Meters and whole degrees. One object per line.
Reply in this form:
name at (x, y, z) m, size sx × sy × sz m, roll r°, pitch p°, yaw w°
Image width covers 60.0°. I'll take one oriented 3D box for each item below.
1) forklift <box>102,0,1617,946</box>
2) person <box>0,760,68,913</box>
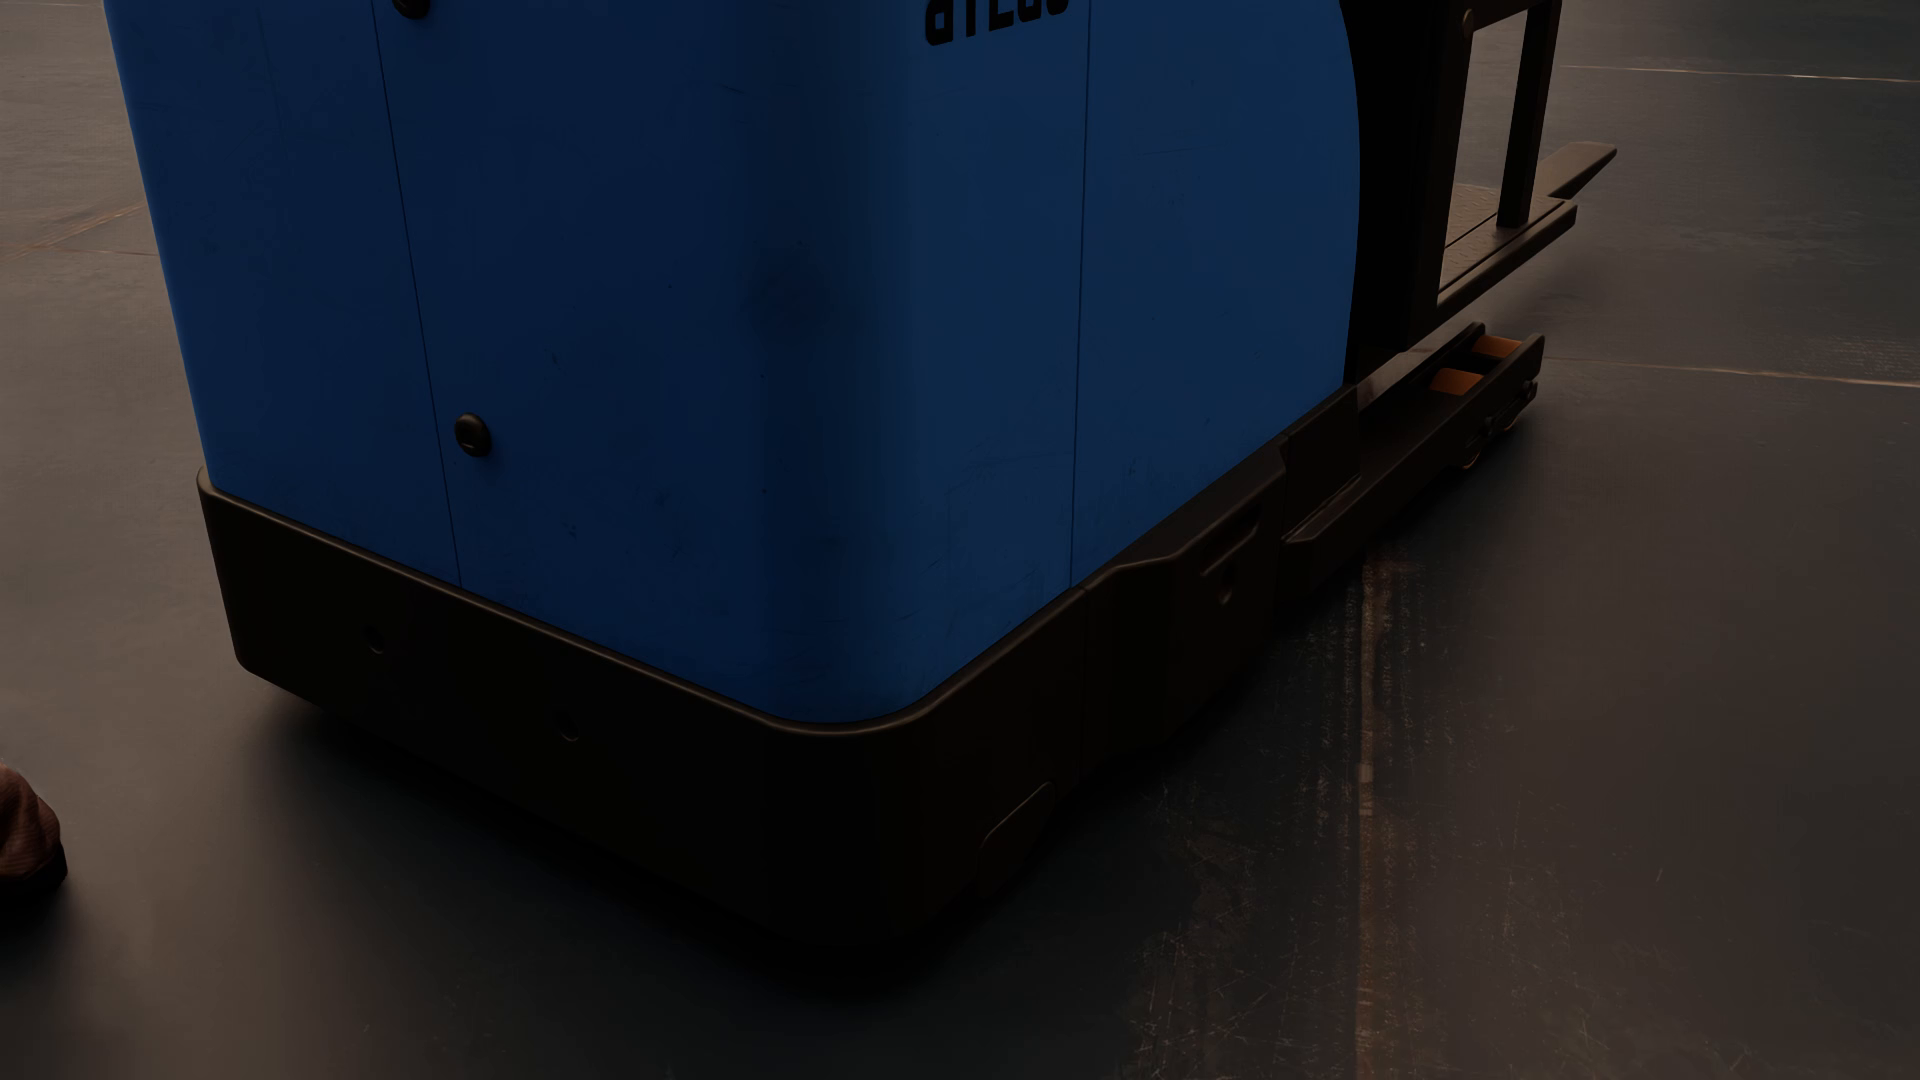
forklift at (0.349, -1.534, 2.287) m, size 1.130 × 2.935 × 3.031 m, roll 17°, pitch 32°, yaw 31°
person at (-1.133, -0.046, 0.950) m, size 0.679 × 1.482 × 1.214 m, roll 10°, pitch 29°, yaw 20°
